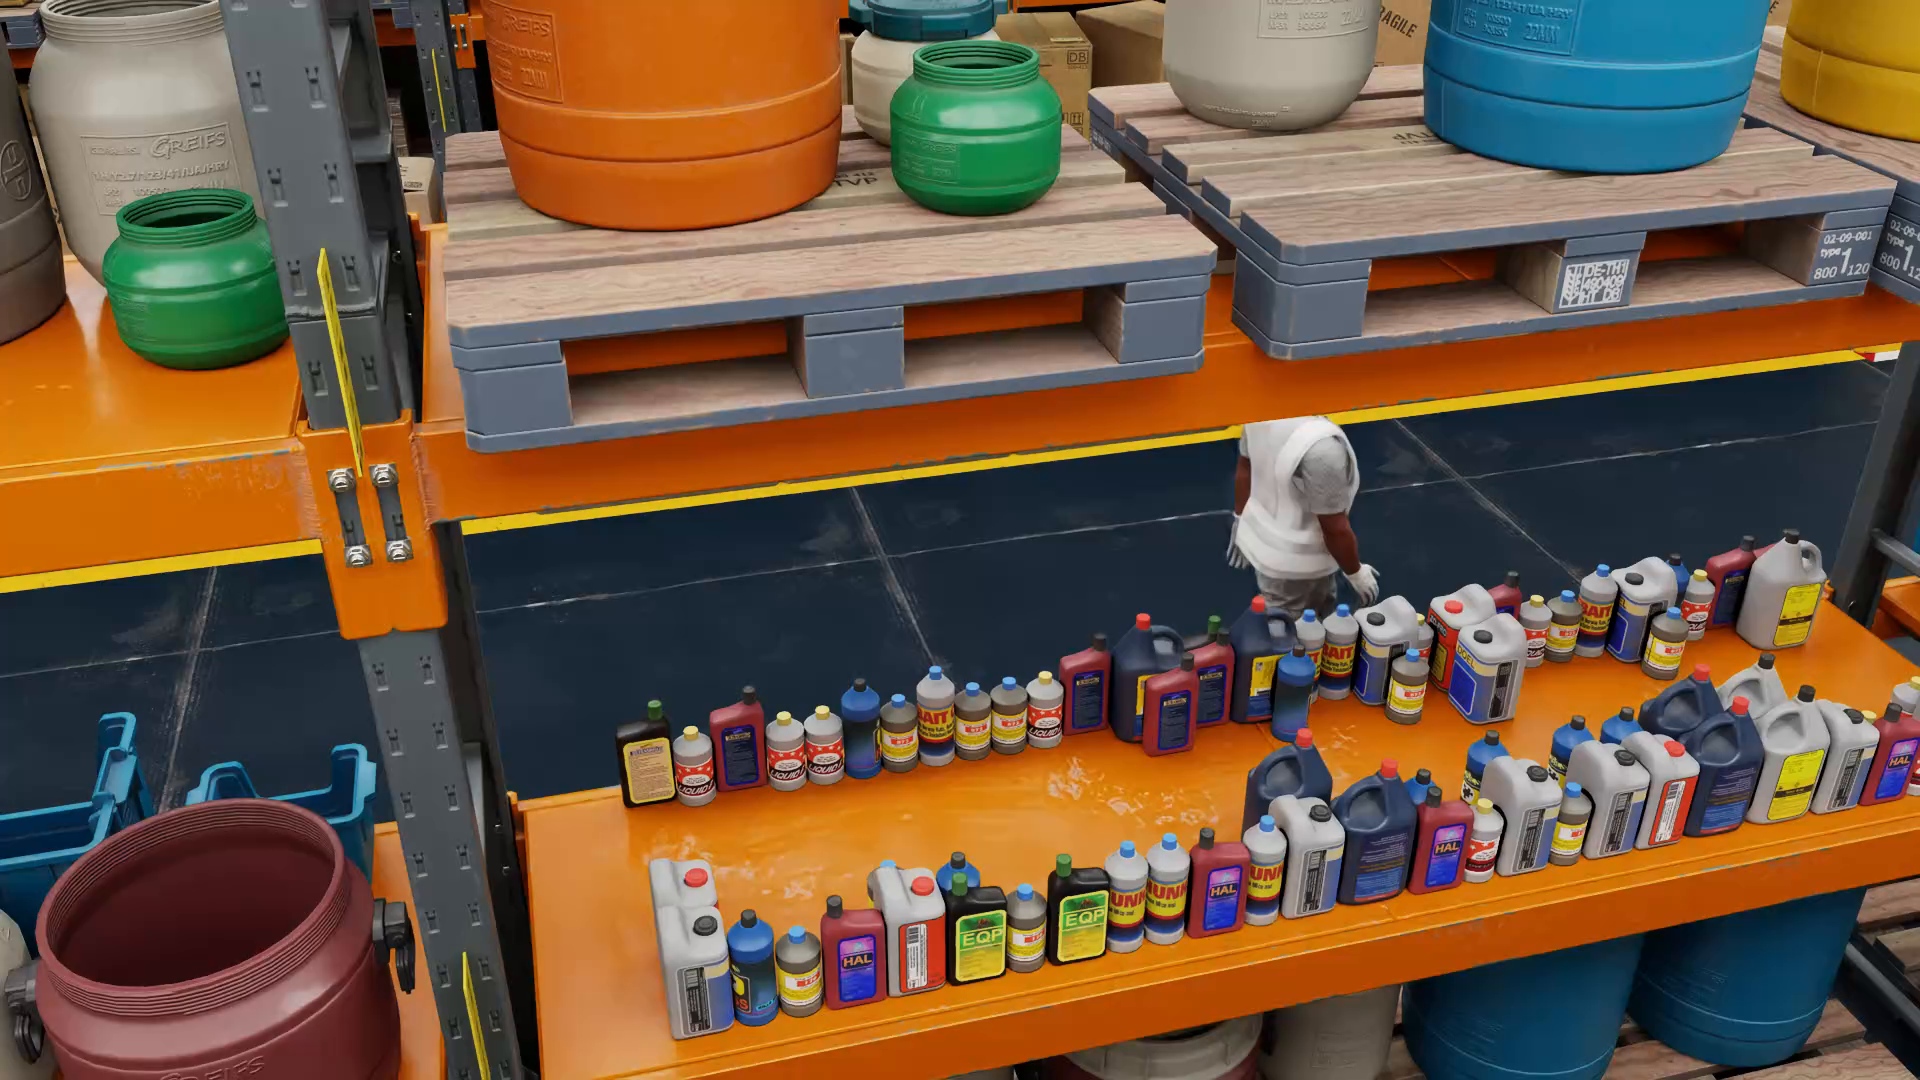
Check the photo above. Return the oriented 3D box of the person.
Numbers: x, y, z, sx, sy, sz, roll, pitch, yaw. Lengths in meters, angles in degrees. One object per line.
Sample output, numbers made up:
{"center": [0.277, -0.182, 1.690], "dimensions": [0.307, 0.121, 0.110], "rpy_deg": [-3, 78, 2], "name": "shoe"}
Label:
{"center": [1.216, 0.076, 5.993], "dimensions": [0.562, 1.842, 0.564], "rpy_deg": [-6, 31, -10], "name": "person"}
